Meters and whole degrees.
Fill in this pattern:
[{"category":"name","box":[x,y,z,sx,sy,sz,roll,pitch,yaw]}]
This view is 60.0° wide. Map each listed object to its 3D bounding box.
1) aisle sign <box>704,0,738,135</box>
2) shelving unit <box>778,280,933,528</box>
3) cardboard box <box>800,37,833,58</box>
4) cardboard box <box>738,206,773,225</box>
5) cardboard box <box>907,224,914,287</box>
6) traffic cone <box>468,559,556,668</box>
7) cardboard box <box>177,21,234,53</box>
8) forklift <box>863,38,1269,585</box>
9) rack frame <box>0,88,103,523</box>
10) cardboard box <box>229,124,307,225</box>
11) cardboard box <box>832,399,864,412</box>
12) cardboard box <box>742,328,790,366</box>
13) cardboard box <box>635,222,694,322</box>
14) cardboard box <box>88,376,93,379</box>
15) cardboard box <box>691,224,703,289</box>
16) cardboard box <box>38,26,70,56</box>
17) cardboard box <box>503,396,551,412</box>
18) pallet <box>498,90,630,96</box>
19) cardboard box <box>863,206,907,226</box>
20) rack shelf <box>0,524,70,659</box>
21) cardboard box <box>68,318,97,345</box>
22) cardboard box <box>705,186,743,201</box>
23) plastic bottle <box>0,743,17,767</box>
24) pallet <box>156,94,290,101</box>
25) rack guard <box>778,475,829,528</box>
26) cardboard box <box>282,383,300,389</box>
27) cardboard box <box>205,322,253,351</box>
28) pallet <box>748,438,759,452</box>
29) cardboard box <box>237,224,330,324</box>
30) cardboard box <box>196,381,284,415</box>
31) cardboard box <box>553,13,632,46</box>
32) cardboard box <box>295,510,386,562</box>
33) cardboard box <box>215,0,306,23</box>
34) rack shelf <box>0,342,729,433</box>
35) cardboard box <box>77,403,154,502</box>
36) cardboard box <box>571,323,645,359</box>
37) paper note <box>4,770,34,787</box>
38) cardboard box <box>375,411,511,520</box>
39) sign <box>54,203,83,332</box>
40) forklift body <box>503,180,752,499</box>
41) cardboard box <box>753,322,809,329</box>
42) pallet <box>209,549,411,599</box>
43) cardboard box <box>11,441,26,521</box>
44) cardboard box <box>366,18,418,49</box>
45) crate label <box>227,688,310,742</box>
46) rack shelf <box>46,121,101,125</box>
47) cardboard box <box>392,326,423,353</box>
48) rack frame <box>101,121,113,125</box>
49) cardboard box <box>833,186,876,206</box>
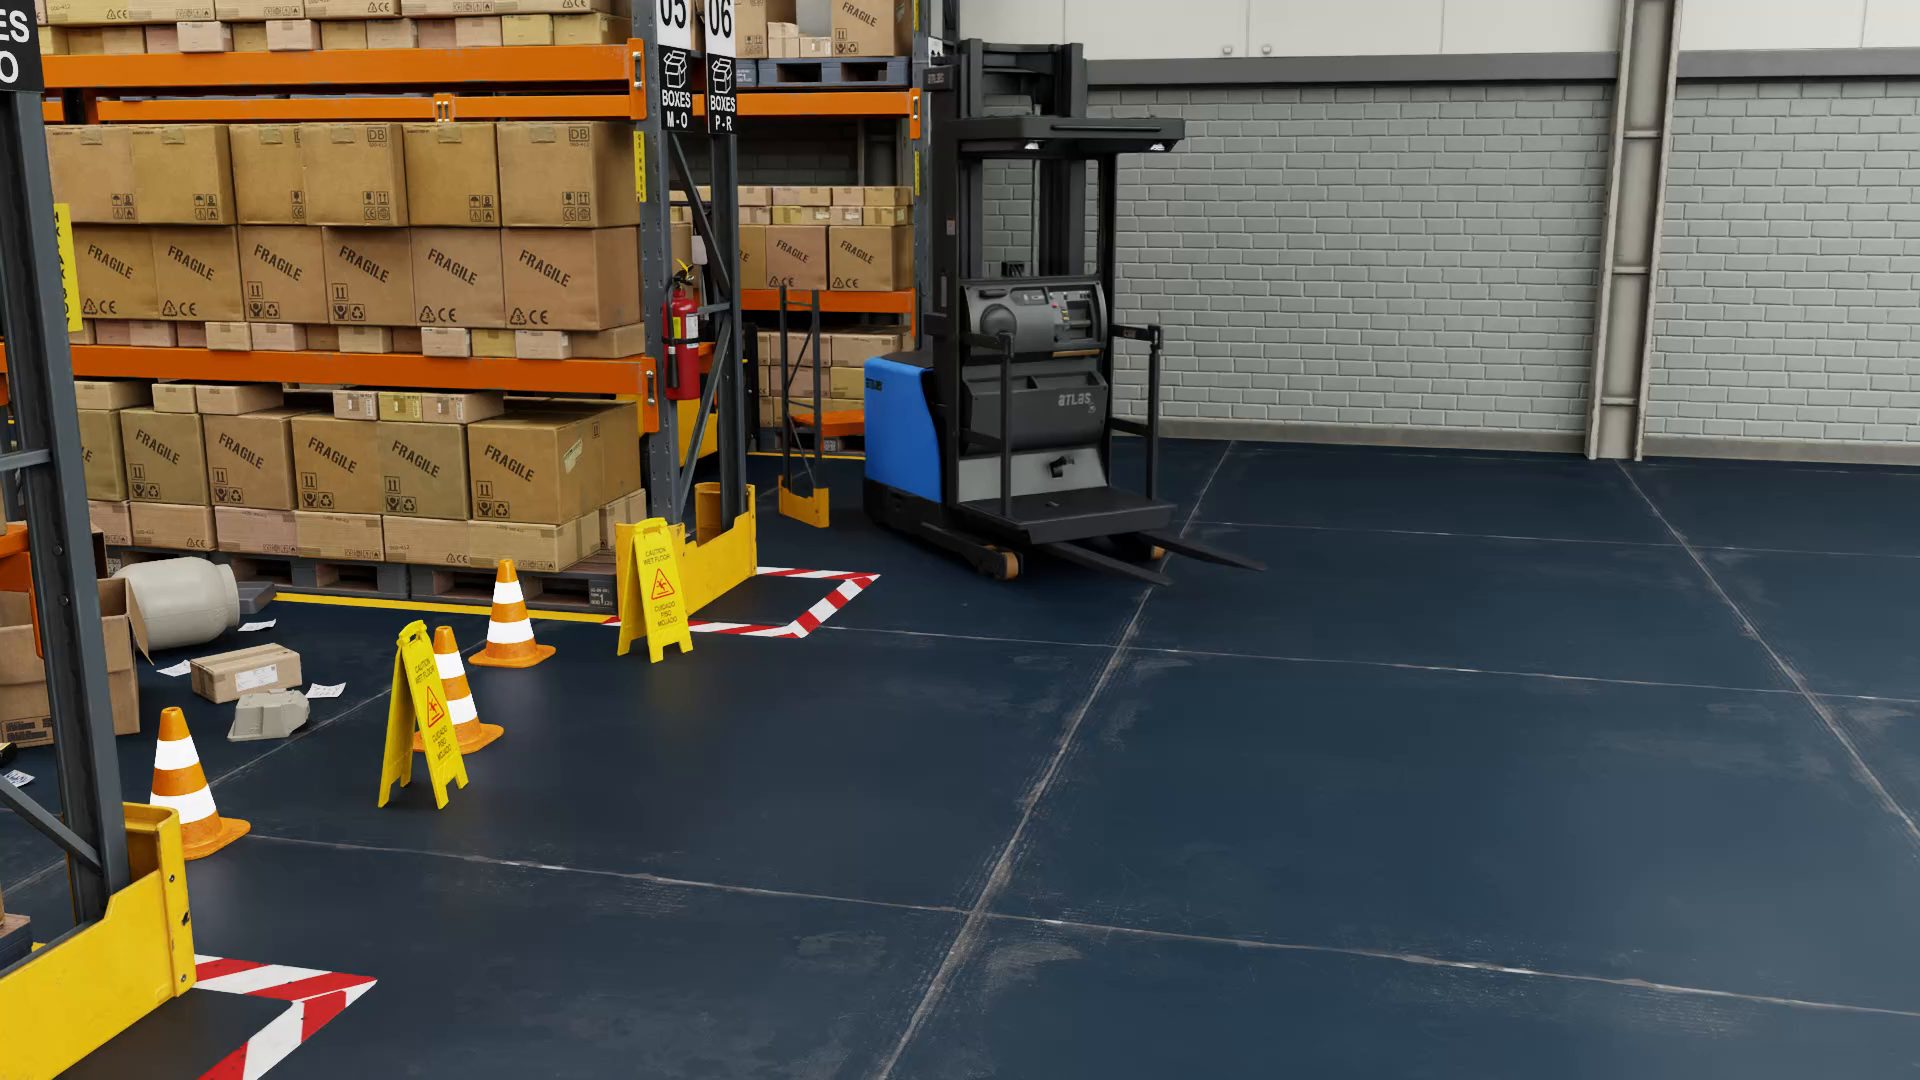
[{"category":"aisle sign","box":[-1.231,-2.499,8.570,0.004,0.787,0.394,3,13,14]},{"category":"shelving unit","box":[-0.597,-0.923,10.932,1.083,1.500,0.587,-8,15,-31]},{"category":"cardboard box","box":[-1.057,-3.786,12.829,0.250,0.149,0.380,3,13,12]},{"category":"cardboard box","box":[-1.584,-2.589,13.249,0.250,0.149,0.380,3,13,12]},{"category":"cardboard box","box":[-0.594,-2.345,13.646,0.500,0.500,0.500,3,13,15]},{"category":"traffic cone","box":[-2.092,0.320,7.724,0.334,0.463,0.336,3,13,14]},{"category":"cardboard box","box":[-3.774,-2.564,8.520,0.250,0.149,0.380,3,13,12]},{"category":"forklift","box":[0.547,-1.315,9.393,1.130,2.935,3.031,-7,14,-29]},{"category":"rack frame","box":[-5.249,-1.375,9.507,0.127,3.000,1.000,3,13,14]},{"category":"cardboard box","box":[-3.374,-1.918,8.729,0.500,0.500,0.700,3,13,13]},{"category":"cardboard box","box":[-0.712,-1.032,13.340,0.500,0.250,0.500,3,13,14]},{"category":"cardboard box","box":[-1.691,-1.570,13.456,0.500,0.250,0.500,3,13,14]},{"category":"cardboard box","box":[-1.759,-1.445,8.902,0.500,0.500,0.500,3,13,13]},{"category":"cardboard box","box":[-8.289,-1.692,15.738,0.500,0.500,0.500,4,13,16]},{"category":"cardboard box","box":[-2.210,-2.310,13.490,0.500,0.500,0.500,3,13,14]},{"category":"cardboard box","box":[-4.765,-2.623,8.788,0.250,0.149,0.380,3,13,14]},{"category":"cardboard box","box":[-2.614,-0.524,9.317,0.500,0.500,0.500,3,13,11]},{"category":"pallet","box":[-3.229,-3.802,13.723,1.213,0.211,1.003,3,13,14]},{"category":"cardboard box","box":[-0.583,-2.536,13.012,0.250,0.149,0.380,3,13,14]},{"category":"rack shelf","box":[-4.395,0.126,4.402,4.000,0.370,1.077,3,13,14]},{"category":"cardboard box","box":[-4.762,-1.167,9.147,0.250,0.149,0.380,3,13,15]},{"category":"cardboard box","box":[-1.841,-2.742,13.252,0.250,0.149,0.380,3,13,15]},{"category":"plastic bottle","box":[-3.788,0.826,6.368,0.283,0.061,0.133,-1,13,-6]},{"category":"pallet","box":[-6.180,-3.925,14.511,1.213,0.211,1.003,4,13,16]},{"category":"rack guard","box":[-1.019,-0.256,10.809,0.087,0.250,0.587,-8,15,-31]},{"category":"cardboard box","box":[-6.054,-1.570,14.899,0.625,0.625,0.875,3,13,11]},{"category":"cardboard box","box":[-3.780,-1.101,8.849,0.250,0.149,0.380,3,13,14]},{"category":"pallet","box":[-2.113,-0.945,14.006,1.213,0.211,1.003,3,13,14]},{"category":"cardboard box","box":[-3.416,-1.416,8.773,0.500,0.500,0.500,3,13,14]},{"category":"cardboard box","box":[-3.872,-0.775,8.950,0.250,0.149,0.380,4,13,17]},{"category":"cardboard box","box":[-1.779,-2.469,8.092,0.250,0.149,0.380,3,13,14]},{"category":"cardboard box","box":[-3.225,-0.070,9.004,0.500,0.250,0.500,3,13,12]},{"category":"cardboard box","box":[-3.410,-2.752,8.447,0.500,0.250,0.500,3,13,14]},{"category":"rack shelf","box":[-3.307,-0.920,9.117,4.000,0.370,1.077,3,13,14]},{"category":"cardboard box","box":[-4.741,-0.517,9.285,0.500,0.500,0.500,4,13,16]},{"category":"cardboard box","box":[-1.780,-1.020,8.484,0.250,0.149,0.380,4,13,15]},{"category":"paper note","box":[-3.528,0.892,6.144,0.142,0.017,0.144,8,15,33]},{"category":"cardboard box","box":[-2.713,-0.410,8.802,0.500,0.500,0.500,4,13,16]},{"category":"sign","box":[-2.314,-0.699,4.279,0.005,0.325,0.100,3,13,14]},{"category":"forklift body","box":[-2.458,-1.512,12.084,1.214,2.155,2.313,3,13,14]},{"category":"cardboard box","box":[-1.570,-1.681,13.954,0.500,0.250,0.500,3,13,13]},{"category":"pallet","box":[-3.400,0.076,9.402,1.213,0.211,1.003,3,13,14]},{"category":"cardboard box","box":[-5.759,-0.324,9.867,0.625,0.372,0.950,3,13,14]},{"category":"cardboard box","box":[-2.761,-2.526,8.350,0.250,0.149,0.380,3,13,13]},{"category":"crate label","box":[-2.806,0.702,6.753,0.298,0.136,0.250,-4,13,-16]},{"category":"rack shelf","box":[-9.888,-3.844,15.369,4.000,0.370,1.077,3,13,14]},{"category":"cardboard box","box":[-2.768,-1.077,8.743,0.250,0.149,0.380,3,13,14]},{"category":"rack frame","box":[-7.947,-2.627,15.149,0.127,3.000,1.000,3,13,14]},{"category":"cardboard box","box":[-0.825,-2.703,13.076,0.250,0.149,0.380,3,13,14]}]
